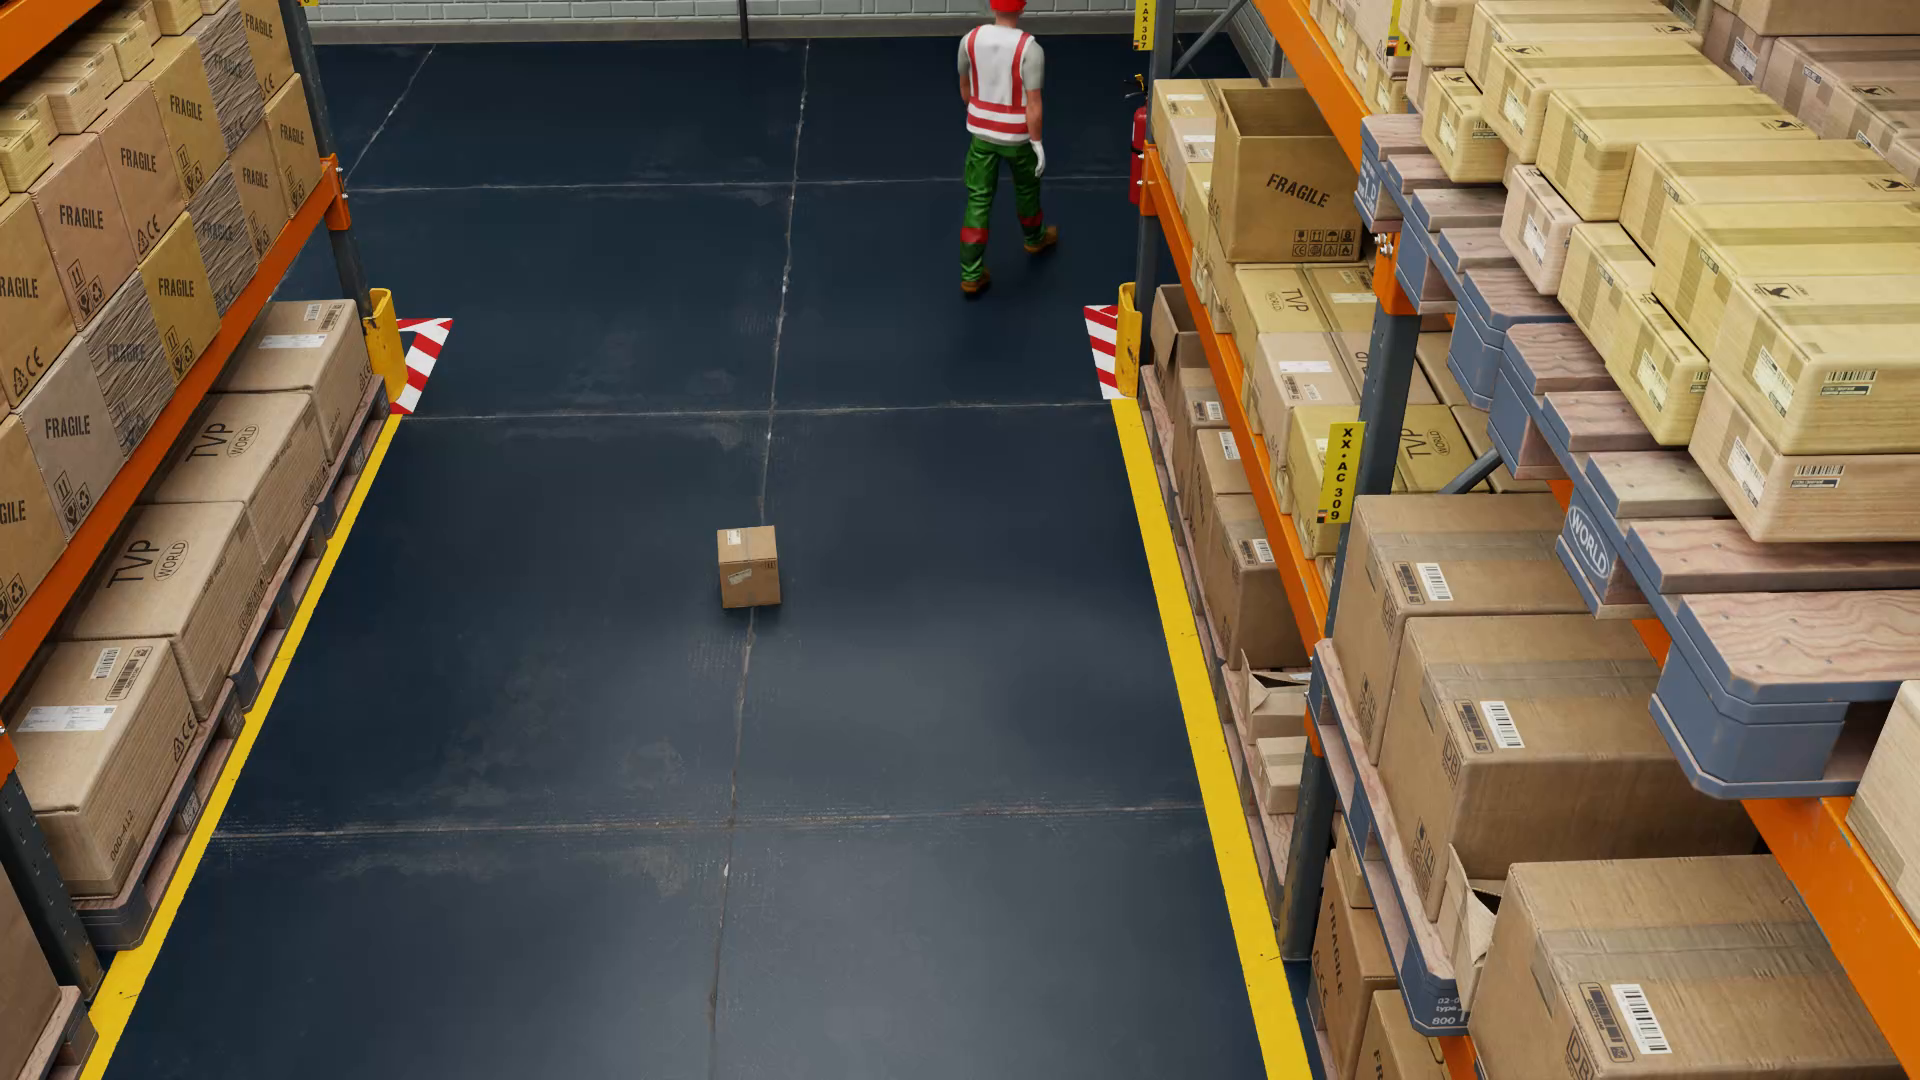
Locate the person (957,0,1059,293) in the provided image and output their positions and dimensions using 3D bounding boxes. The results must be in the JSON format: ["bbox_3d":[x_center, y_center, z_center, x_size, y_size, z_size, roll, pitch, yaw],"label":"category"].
[{"bbox_3d":[0.279,-2.374,9.497,0.570,1.739,0.963,11,36,15],"label":"person"}]
